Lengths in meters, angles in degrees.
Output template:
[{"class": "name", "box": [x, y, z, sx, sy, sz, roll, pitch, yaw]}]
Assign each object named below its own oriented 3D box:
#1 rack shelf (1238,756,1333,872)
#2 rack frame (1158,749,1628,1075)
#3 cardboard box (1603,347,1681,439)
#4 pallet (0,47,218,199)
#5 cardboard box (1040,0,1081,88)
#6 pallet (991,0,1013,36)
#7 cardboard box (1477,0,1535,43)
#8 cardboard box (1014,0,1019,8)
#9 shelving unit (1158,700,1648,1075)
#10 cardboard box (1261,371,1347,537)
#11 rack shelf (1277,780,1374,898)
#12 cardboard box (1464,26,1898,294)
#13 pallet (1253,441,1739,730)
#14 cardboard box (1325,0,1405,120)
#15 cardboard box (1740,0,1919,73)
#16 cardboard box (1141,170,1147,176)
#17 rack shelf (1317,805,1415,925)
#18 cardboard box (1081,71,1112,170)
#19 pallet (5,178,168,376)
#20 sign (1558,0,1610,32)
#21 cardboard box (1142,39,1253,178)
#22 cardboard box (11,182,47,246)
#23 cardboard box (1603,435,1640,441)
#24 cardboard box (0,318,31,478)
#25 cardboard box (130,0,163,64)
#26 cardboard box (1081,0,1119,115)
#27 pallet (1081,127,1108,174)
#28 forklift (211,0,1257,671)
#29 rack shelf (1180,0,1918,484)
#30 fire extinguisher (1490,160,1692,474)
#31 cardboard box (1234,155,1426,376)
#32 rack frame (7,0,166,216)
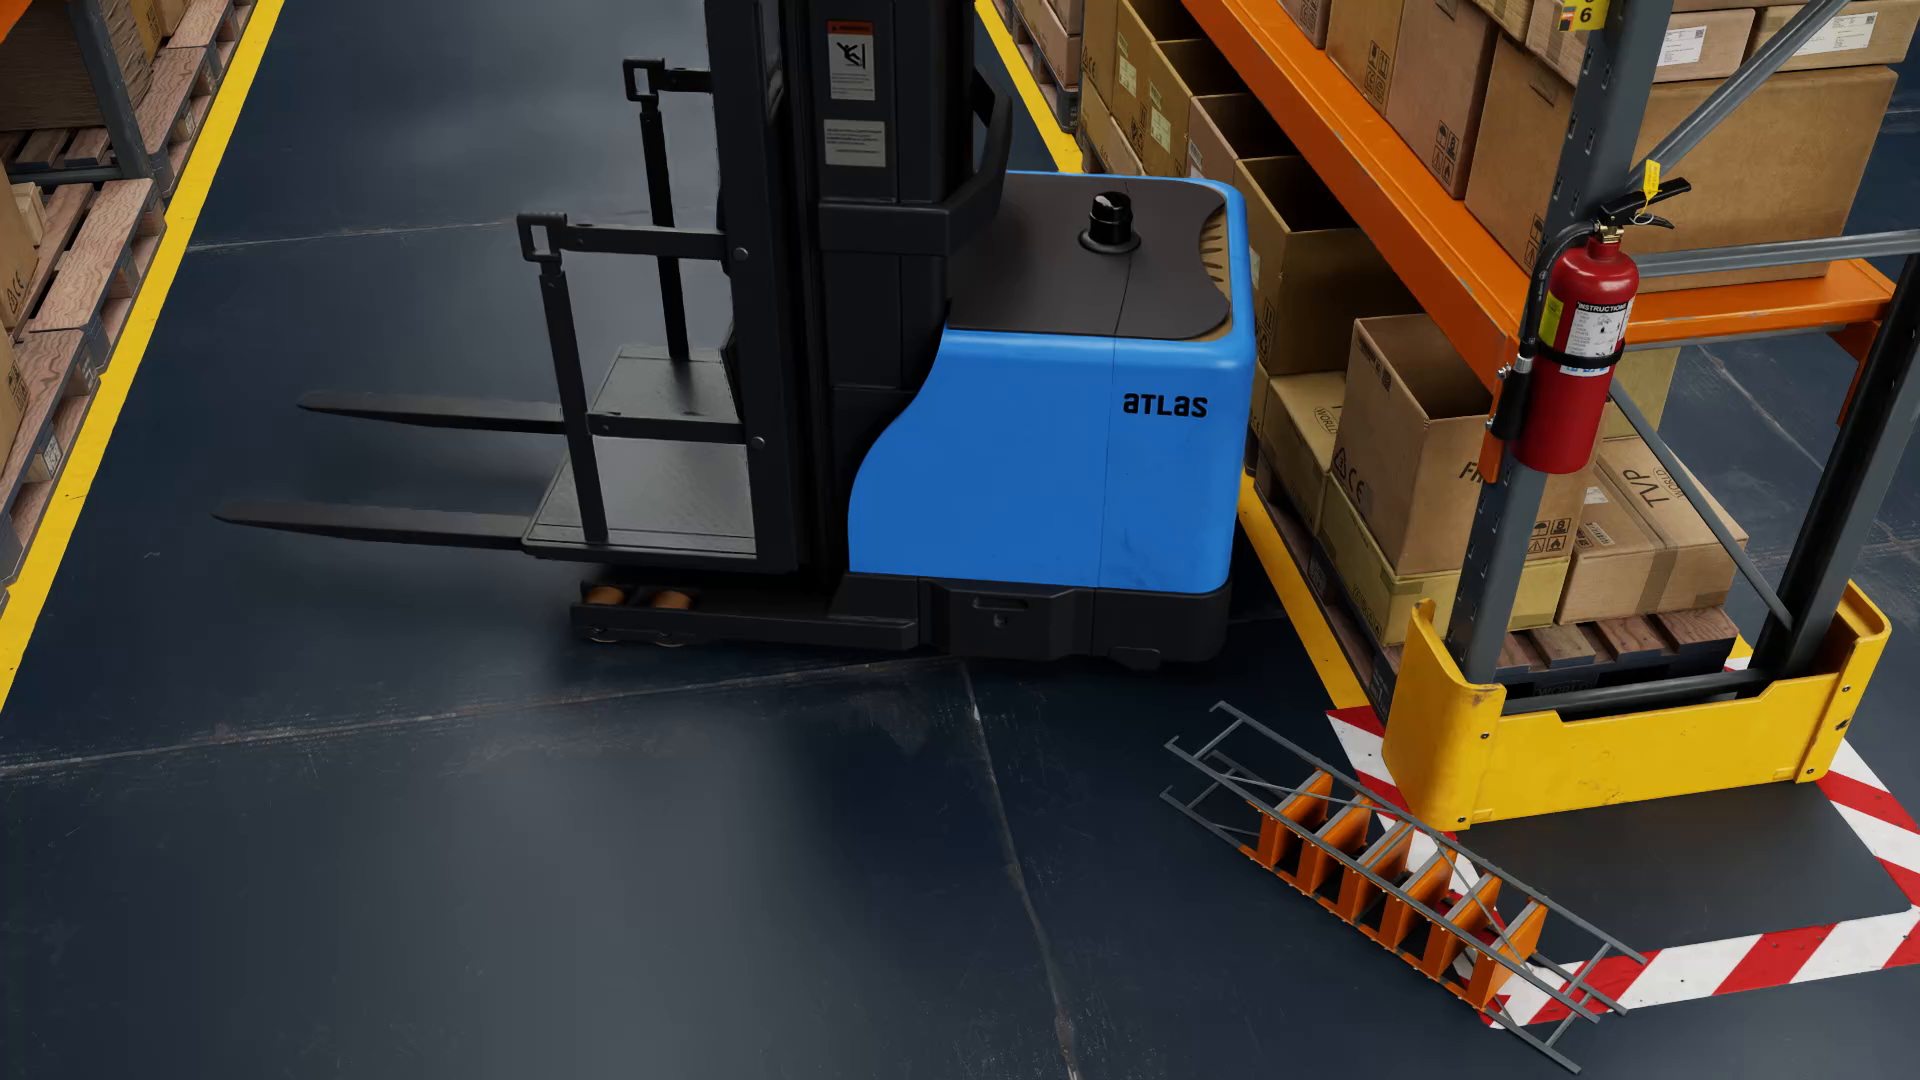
[{"class": "rack shelf", "box": [0.831, 0.685, 4.210, 0.103, 0.180, 0.258, 31, 48, 34]}, {"class": "rack frame", "box": [1.033, 0.880, 4.108, 1.200, 0.006, 0.240, 31, 48, 34]}, {"class": "cardboard box", "box": [1.767, -0.634, 4.908, 0.500, 0.500, 0.500, -6, 38, -8]}, {"class": "pallet", "box": [-3.983, -1.858, 7.469, 1.003, 0.211, 1.213, -6, 38, -8]}, {"class": "cardboard box", "box": [0.673, -2.323, 7.694, 0.500, 0.250, 0.500, -7, 38, -8]}, {"class": "pallet", "box": [0.646, -3.102, 9.071, 1.003, 0.211, 1.213, -6, 38, -8]}, {"class": "cardboard box", "box": [1.430, -1.272, 3.832, 0.380, 0.149, 0.250, -5, 38, -7]}, {"class": "cardboard box", "box": [0.496, -2.938, 8.486, 0.500, 0.250, 0.500, -5, 38, -7]}, {"class": "shelving unit", "box": [1.033, 0.808, 4.052, 1.200, 0.189, 0.258, 31, 48, 34]}, {"class": "cardboard box", "box": [1.248, -0.281, 5.065, 0.500, 0.250, 0.500, -6, 38, -8]}, {"class": "rack shelf", "box": [0.916, 0.737, 4.144, 0.103, 0.180, 0.258, 31, 48, 34]}, {"class": "cardboard box", "box": [1.663, -0.931, 3.922, 0.700, 0.500, 0.500, -6, 38, -8]}, {"class": "pallet", "box": [1.557, 0.036, 5.032, 1.003, 0.211, 1.213, -6, 38, -8]}, {"class": "cardboard box", "box": [1.485, -1.548, 4.716, 0.700, 0.500, 0.500, -6, 38, -8]}, {"class": "cardboard box", "box": [1.875, -1.164, 3.693, 0.380, 0.149, 0.250, -6, 38, -8]}, {"class": "cardboard box", "box": [0.979, -1.186, 6.231, 0.500, 0.250, 0.500, -6, 38, -8]}, {"class": "rack shelf", "box": [1.001, 0.789, 4.077, 0.103, 0.180, 0.258, 31, 48, 34]}, {"class": "cardboard box", "box": [0.814, -1.791, 7.010, 0.500, 0.250, 0.500, -6, 38, -8]}, {"class": "pallet", "box": [-3.693, -0.986, 6.347, 1.003, 0.211, 1.213, -6, 38, -8]}, {"class": "sign", "box": [1.195, -1.109, 3.095, 0.100, 0.325, 0.005, -6, 38, -8]}, {"class": "cardboard box", "box": [0.979, -1.482, 6.001, 0.500, 0.500, 0.500, -6, 38, -8]}, {"class": "cardboard box", "box": [-3.722, -1.224, 6.331, 0.380, 0.166, 0.250, -11, 39, -14]}, {"class": "cardboard box", "box": [1.766, -0.337, 5.138, 0.500, 0.250, 0.500, -6, 38, -8]}, {"class": "cardboard box", "box": [-3.356, -0.480, 5.102, 0.700, 0.500, 0.500, -9, 39, -11]}, {"class": "cardboard box", "box": [-4.131, -2.425, 7.605, 0.700, 0.500, 0.500, -7, 38, -9]}, {"class": "cardboard box", "box": [0.804, -2.086, 6.778, 0.500, 0.500, 0.500, -6, 38, -8]}, {"class": "pallet", "box": [1.129, -1.438, 6.929, 1.003, 0.211, 1.213, -6, 38, -8]}, {"class": "forklift", "box": [-0.706, -1.164, 4.359, 3.031, 2.935, 1.130, 4, 38, 5]}, {"class": "rack shelf", "box": [1.381, -1.532, 5.363, 1.077, 0.370, 4.000, -6, 38, -8]}, {"class": "fire extinguisher", "box": [1.295, -0.456, 3.455, 0.296, 0.674, 0.183, -6, 38, -8]}, {"class": "cardboard box", "box": [1.155, -0.878, 5.223, 0.500, 0.500, 0.500, -6, 38, -8]}, {"class": "rack frame", "box": [-3.846, -2.489, 6.009, 1.000, 3.000, 0.127, -6, 38, -8]}]
